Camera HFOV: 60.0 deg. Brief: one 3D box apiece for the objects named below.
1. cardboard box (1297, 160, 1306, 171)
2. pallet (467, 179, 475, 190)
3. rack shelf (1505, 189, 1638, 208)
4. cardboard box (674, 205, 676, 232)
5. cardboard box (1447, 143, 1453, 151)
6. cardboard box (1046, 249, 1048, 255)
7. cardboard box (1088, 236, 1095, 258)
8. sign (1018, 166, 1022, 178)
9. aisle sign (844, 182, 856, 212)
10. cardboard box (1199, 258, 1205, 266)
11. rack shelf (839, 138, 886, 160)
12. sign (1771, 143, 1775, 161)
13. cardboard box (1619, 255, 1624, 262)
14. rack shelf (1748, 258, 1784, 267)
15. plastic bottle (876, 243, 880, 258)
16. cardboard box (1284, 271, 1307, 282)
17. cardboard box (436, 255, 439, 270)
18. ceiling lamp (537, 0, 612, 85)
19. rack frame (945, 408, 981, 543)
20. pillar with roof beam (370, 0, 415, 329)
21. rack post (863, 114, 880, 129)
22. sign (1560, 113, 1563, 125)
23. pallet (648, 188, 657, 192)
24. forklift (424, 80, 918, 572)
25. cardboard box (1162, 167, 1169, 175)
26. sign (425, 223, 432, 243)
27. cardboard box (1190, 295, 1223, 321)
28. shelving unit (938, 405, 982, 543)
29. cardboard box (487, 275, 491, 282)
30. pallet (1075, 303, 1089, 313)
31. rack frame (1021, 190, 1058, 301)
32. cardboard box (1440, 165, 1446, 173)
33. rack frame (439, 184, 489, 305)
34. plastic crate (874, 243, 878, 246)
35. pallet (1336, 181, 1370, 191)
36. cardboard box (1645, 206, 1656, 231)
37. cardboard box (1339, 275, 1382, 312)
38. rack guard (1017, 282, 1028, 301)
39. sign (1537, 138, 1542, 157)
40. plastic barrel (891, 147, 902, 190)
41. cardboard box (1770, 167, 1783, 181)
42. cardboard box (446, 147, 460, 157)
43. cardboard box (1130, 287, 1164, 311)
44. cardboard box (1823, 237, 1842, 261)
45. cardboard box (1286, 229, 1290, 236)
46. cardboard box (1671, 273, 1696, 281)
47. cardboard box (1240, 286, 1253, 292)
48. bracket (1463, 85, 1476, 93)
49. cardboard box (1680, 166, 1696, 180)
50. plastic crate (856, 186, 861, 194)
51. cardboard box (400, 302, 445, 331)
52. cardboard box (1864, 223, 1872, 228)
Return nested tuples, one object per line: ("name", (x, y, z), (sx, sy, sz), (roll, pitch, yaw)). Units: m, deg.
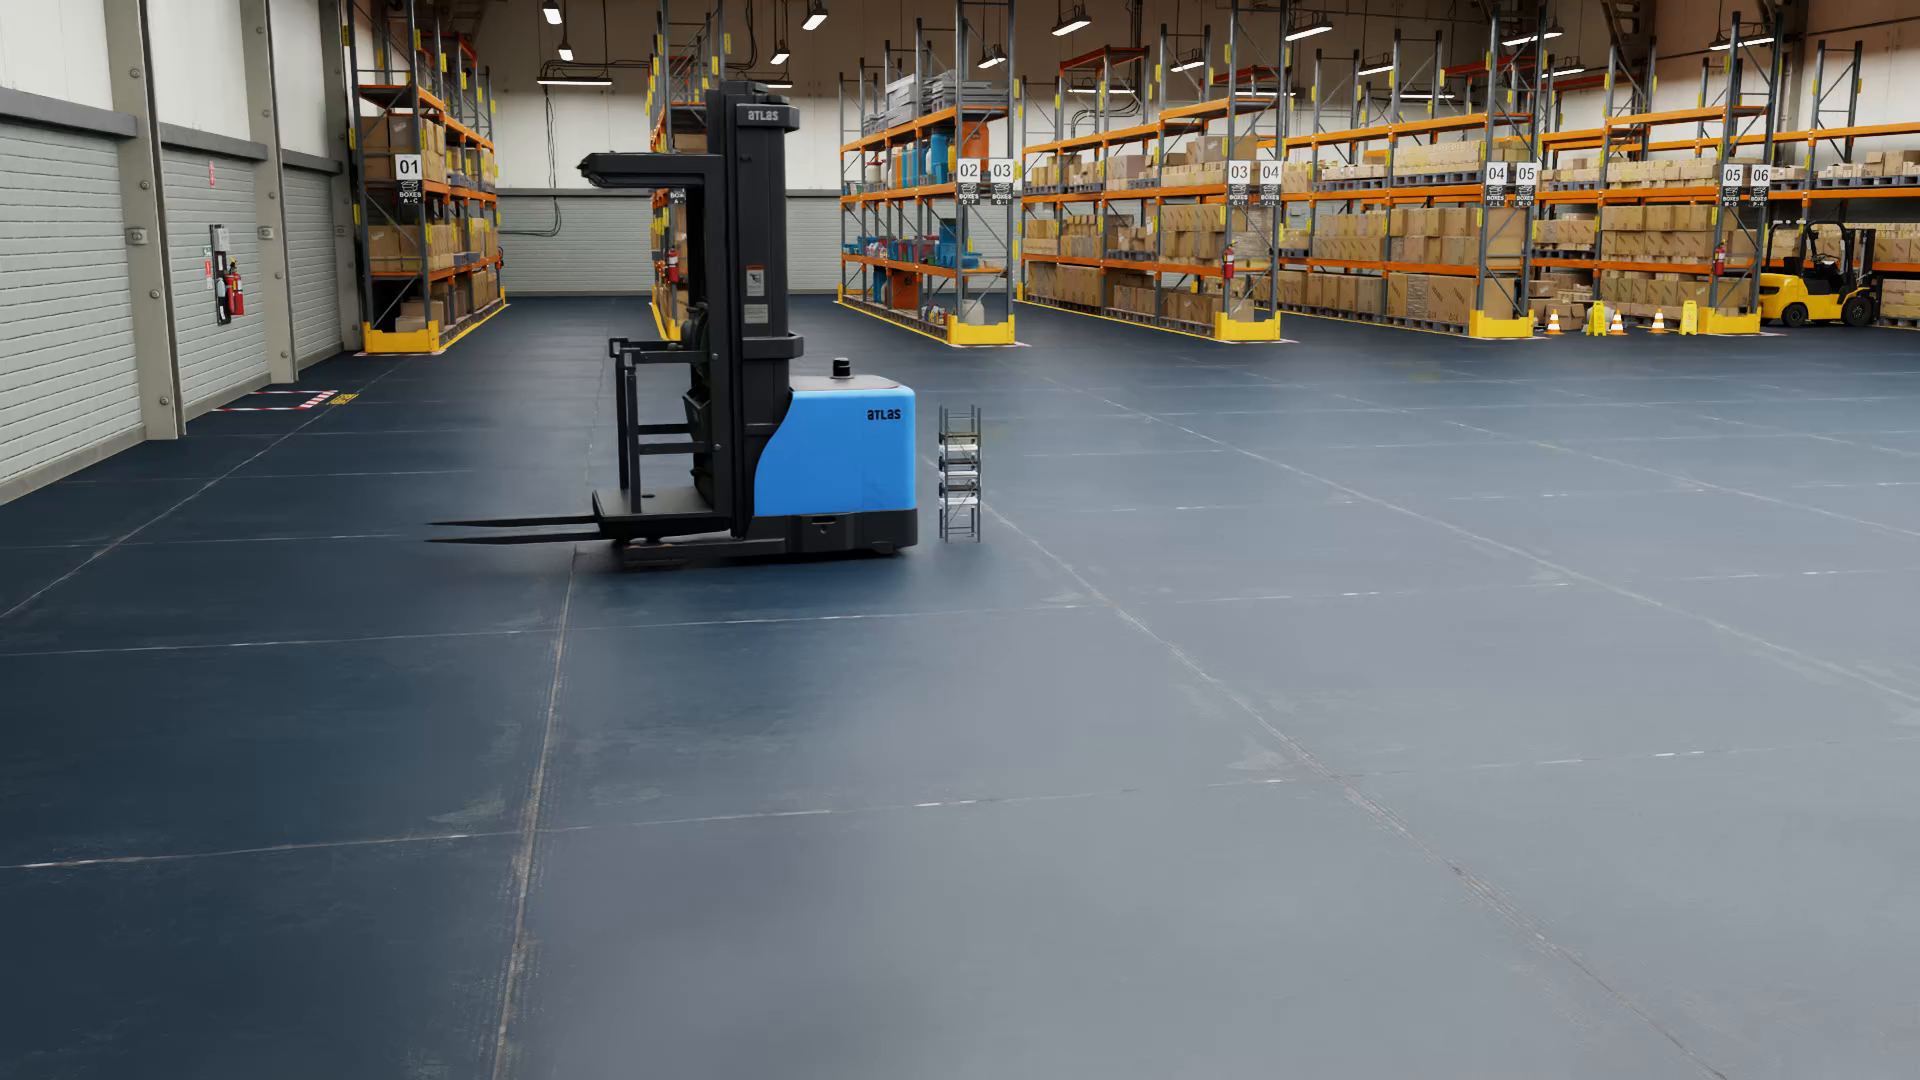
("cardboard box", (8.172, -8.832, 39.237), (0.396, 0.266, 0.258), (-2, 11, -11))
("pallet", (-11.019, -7.569, 35.425), (1.213, 0.211, 1.003), (-2, 11, -8))
("rack shelf", (13.844, -7.726, 37.670), (1.077, 0.370, 4.000), (-2, 11, -11))
("cardboard box", (-4.820, -5.849, 30.166), (0.700, 0.500, 0.500), (-2, 11, -11))
("cardboard box", (9.581, -7.540, 31.916), (0.380, 0.149, 0.250), (-2, 11, -11))
("cardboard box", (2.426, -7.408, 42.769), (0.380, 0.149, 0.250), (-2, 11, -10))
("cardboard box", (3.304, -6.835, 38.817), (0.500, 0.500, 0.500), (-2, 11, -12))
("sign", (1.633, -10.003, 45.156), (0.100, 0.325, 0.005), (-2, 11, -11))
("aisle sign", (-2.985, -9.179, 44.449), (0.394, 0.787, 0.004), (-2, 11, -11))
("cardboard box", (4.773, -5.296, 31.668), (0.380, 0.149, 0.250), (-2, 11, -11))
("rack shelf", (-2.291, -9.930, 42.296), (1.077, 0.370, 4.000), (-2, 11, -11))
("sign", (15.543, -7.429, 31.843), (0.100, 0.325, 0.005), (-2, 11, -11))
("cardboard box", (14.162, -5.955, 35.131), (0.380, 0.149, 0.250), (-2, 11, -11))
("rack shelf", (18.712, -6.434, 38.902), (1.077, 0.370, 4.000), (-2, 11, -11))
("plastic bottle", (-1.895, -6.766, 38.853), (0.144, 0.351, 0.185), (-2, 11, -11))
("cardboard box", (8.120, -6.329, 39.985), (0.500, 0.250, 0.500), (-2, 11, -10))
("cardboard box", (-9.184, -4.737, 28.410), (0.500, 0.250, 0.500), (-2, 11, -13))
("ceiling lamp", (-10.442, -13.938, 44.749), (2.000, 3.185, 0.800), (-2, 11, -11))
("rack frame", (0.018, -0.425, 11.022), (0.240, 0.900, 0.006), (-2, 11, -11))
("pillar with roof beam", (-7.215, -8.906, 33.921), (9.100, 9.000, 0.548), (-2, 11, -11))
("rack post", (-1.769, -9.921, 39.454), (0.937, 0.300, 0.954), (-2, 11, -12))
("sign", (17.316, -12.122, 47.895), (0.100, 0.325, 0.005), (-2, 11, -11))
("pallet", (-6.499, -8.056, 37.979), (1.213, 0.211, 1.003), (-2, 11, -11))
("forklift", (-1.847, -1.352, 10.460), (3.031, 2.935, 1.130), (-3, 11, -15))
("cardboard box", (4.273, -7.404, 33.387), (0.380, 0.149, 0.250), (-2, 11, -13))
("sign", (-8.754, -5.050, 27.392), (0.100, 0.325, 0.005), (-2, 11, -11))
("cardboard box", (4.868, -4.567, 32.730), (0.500, 0.500, 0.500), (-3, 11, -16))
("shelving unit", (-0.002, -0.444, 11.120), (0.258, 0.900, 0.210), (-2, 11, -11))
("cardboard box", (-11.552, -6.313, 40.171), (0.380, 0.149, 0.250), (-2, 11, -9))
("pallet", (3.421, -5.614, 40.125), (1.003, 0.211, 1.213), (-2, 11, -11))
("rack frame", (2.179, -8.080, 45.626), (1.000, 3.000, 0.127), (-2, 11, -11))
("cardboard box", (9.532, -7.195, 32.233), (0.380, 0.149, 0.250), (-2, 11, -11))
("rack frame", (-11.620, -6.806, 38.932), (1.000, 3.000, 0.127), (-2, 11, -11))
("plastic crate", (-2.018, -7.424, 42.337), (0.437, 0.282, 0.530), (-2, 11, -11))
("pallet", (9.017, -7.834, 36.817), (1.003, 0.211, 1.213), (-2, 11, -8))
("cardboard box", (14.446, -6.557, 33.890), (0.700, 0.500, 0.500), (-2, 11, -11))
("cardboard box", (9.005, -5.430, 36.595), (1.050, 0.750, 0.750), (-2, 11, -11))
("rack guard", (2.174, -6.856, 45.883), (1.175, 0.500, 0.348), (-2, 11, -11))
("sign", (10.721, -7.268, 30.789), (0.100, 0.325, 0.005), (-2, 11, -11))
("plastic barrel", (-1.177, -7.994, 35.811), (0.600, 0.901, 0.600), (0, 11, 0))
("cardboard box", (18.572, -8.371, 37.978), (0.500, 0.311, 0.500), (-3, 11, -13))
("cardboard box", (-11.455, -8.646, 37.129), (0.500, 0.250, 0.500), (-2, 11, -13))
("cardboard box", (4.122, -5.274, 36.391), (0.700, 0.500, 0.500), (-1, 11, -6))
("cardboard box", (19.049, -6.284, 35.922), (0.500, 0.500, 0.500), (-2, 11, -10))
("cardboard box", (7.977, -7.317, 39.575), (0.380, 0.149, 0.250), (-2, 11, -9))
("cardboard box", (14.462, -5.251, 33.252), (0.380, 0.149, 0.250), (-2, 11, -9))
("cardboard box", (7.468, -6.506, 43.064), (0.380, 0.149, 0.250), (-2, 11, -10))
("bracket", (16.237, -14.362, 52.960), (0.235, 0.232, 0.430), (-2, 11, -11))
("cardboard box", (14.564, -7.229, 32.737), (0.500, 0.250, 0.500), (-2, 11, -12))
("plastic crate", (-2.281, -8.602, 40.915), (0.450, 0.188, 0.662), (-2, 11, -11))
("cardboard box", (-9.537, -3.964, 29.511), (0.700, 0.500, 0.500), (-3, 11, -15))
("cardboard box", (19.267, -6.587, 34.983), (0.380, 0.149, 0.250), (-2, 11, -11))
